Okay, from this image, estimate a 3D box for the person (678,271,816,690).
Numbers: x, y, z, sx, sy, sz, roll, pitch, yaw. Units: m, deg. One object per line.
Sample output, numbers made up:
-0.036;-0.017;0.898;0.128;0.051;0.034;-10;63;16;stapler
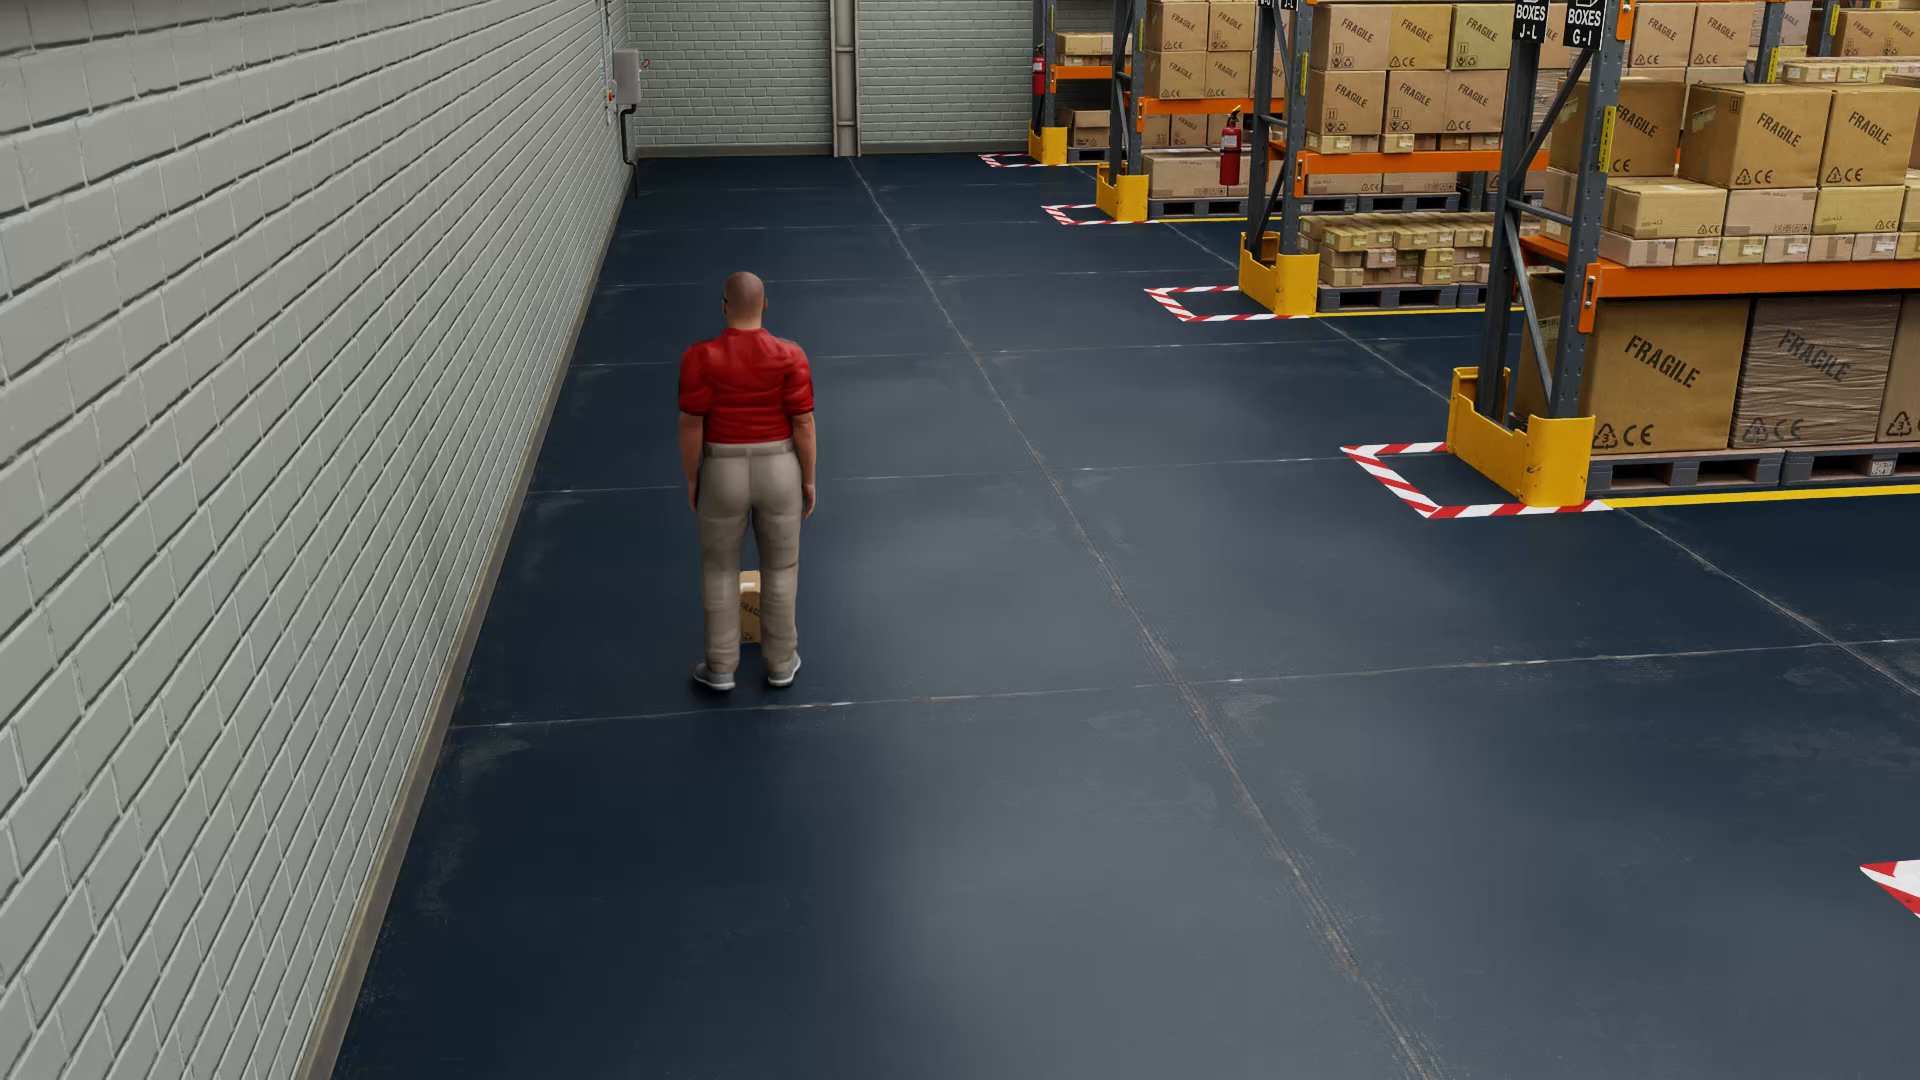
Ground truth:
-0.851;-0.226;6.738;0.544;1.748;0.361;-2;20;-6;person
